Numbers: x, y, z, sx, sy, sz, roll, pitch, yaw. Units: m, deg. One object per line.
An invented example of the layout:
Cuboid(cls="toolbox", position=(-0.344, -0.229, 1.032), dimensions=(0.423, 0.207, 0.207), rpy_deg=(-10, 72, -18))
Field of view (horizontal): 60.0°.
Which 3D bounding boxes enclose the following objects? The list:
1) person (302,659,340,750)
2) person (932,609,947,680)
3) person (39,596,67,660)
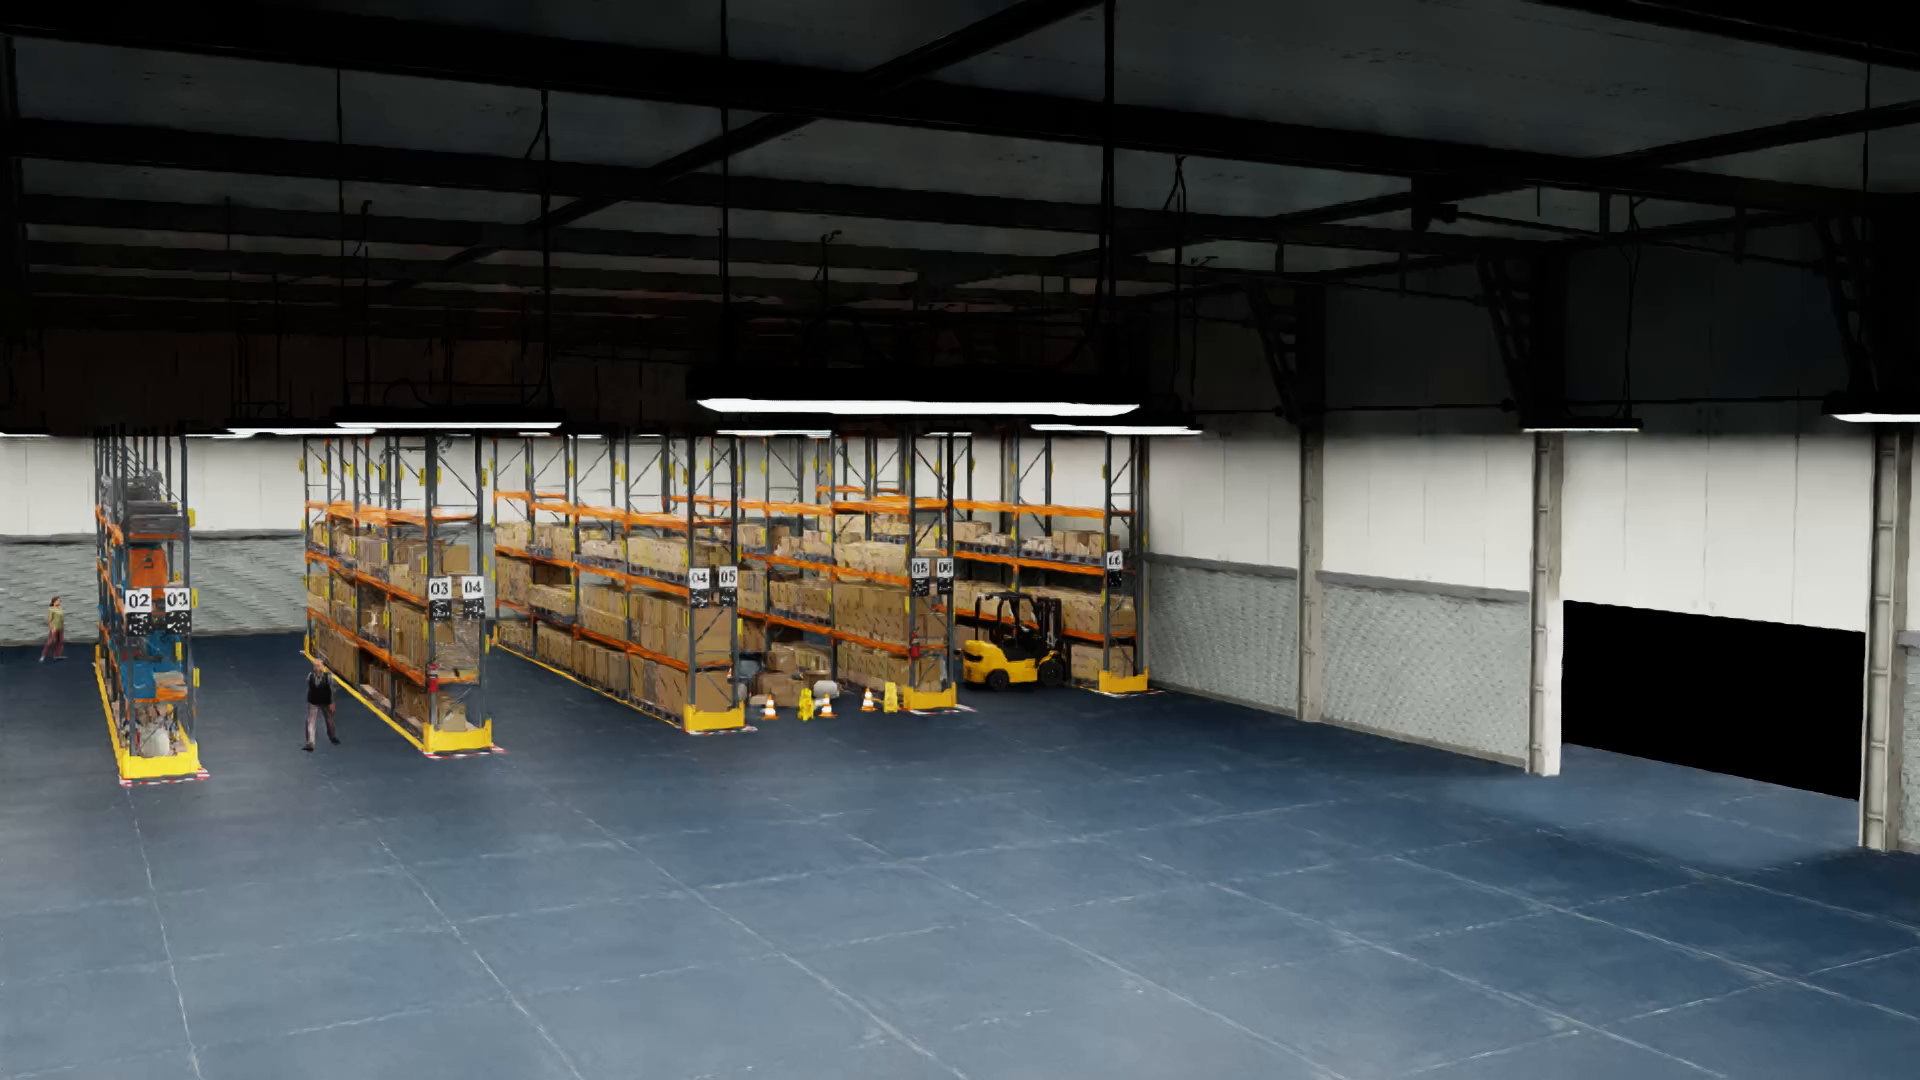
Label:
Cuboid(cls="person", position=(-11.853, 3.026, 30.852), dimensions=(0.574, 1.677, 0.963), rpy_deg=(0, 3, -6))
Cuboid(cls="person", position=(-0.578, 2.475, 39.588), dimensions=(0.569, 1.668, 0.563), rpy_deg=(0, 3, 2))
Cuboid(cls="person", position=(-23.548, 2.417, 43.077), dimensions=(0.460, 1.410, 0.641), rpy_deg=(1, 4, 15))
